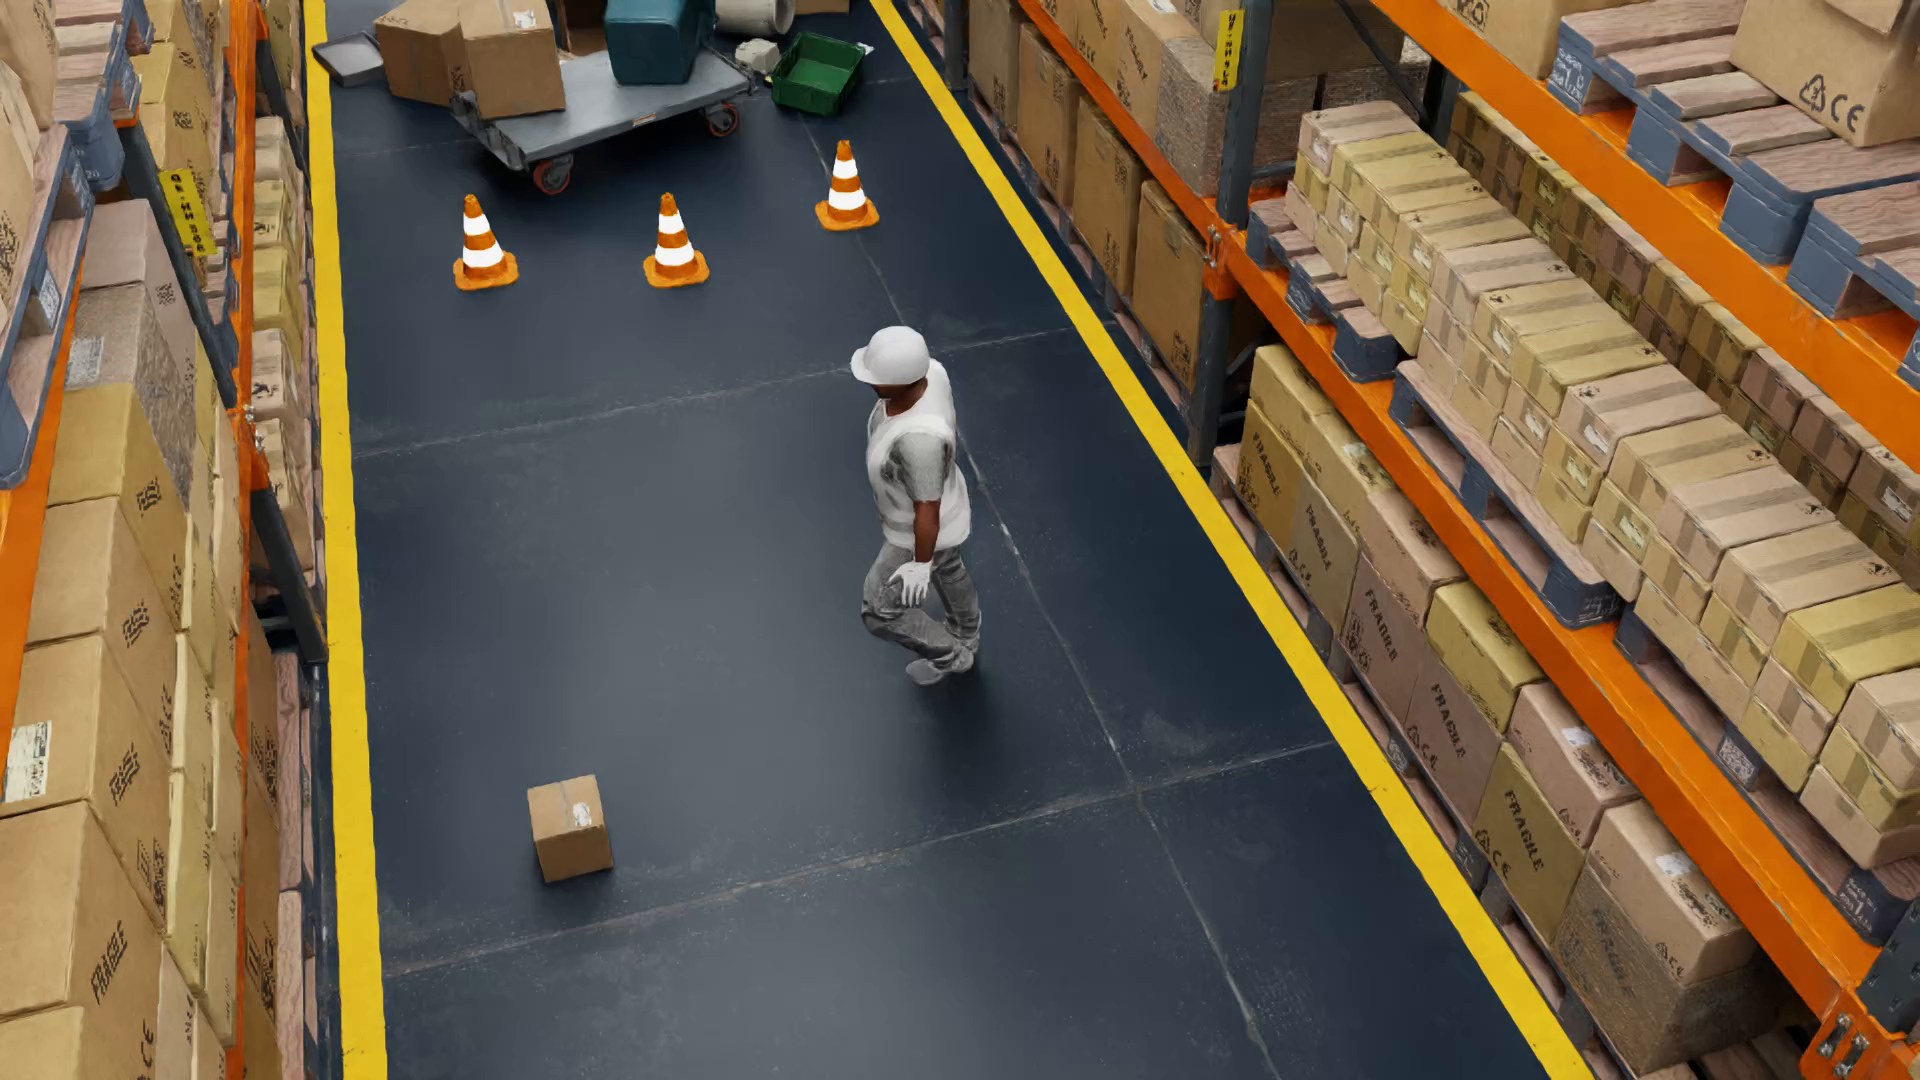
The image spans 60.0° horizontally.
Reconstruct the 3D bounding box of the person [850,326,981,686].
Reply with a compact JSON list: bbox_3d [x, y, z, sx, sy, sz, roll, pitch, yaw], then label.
[{"bbox_3d":[-0.145,-0.086,6.207,0.470,1.758,0.660,-1,42,-1],"label":"person"}]
